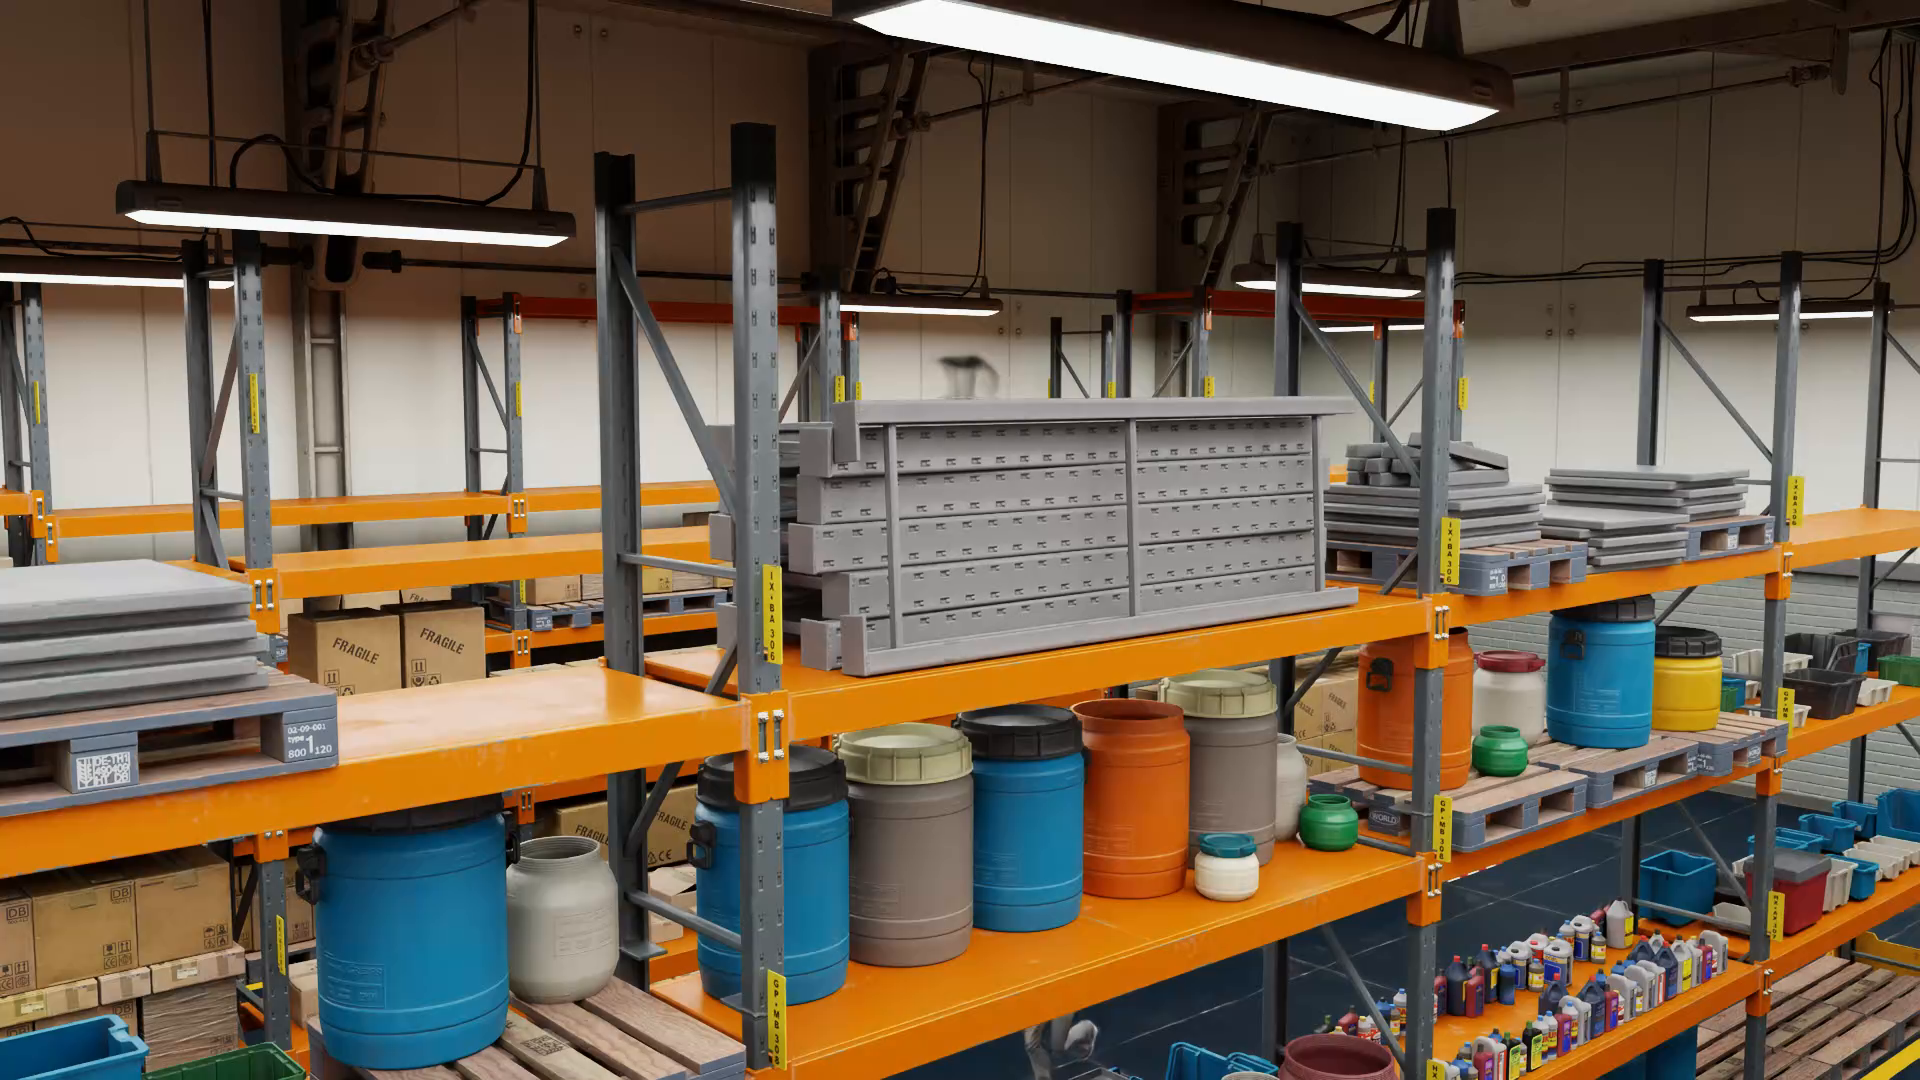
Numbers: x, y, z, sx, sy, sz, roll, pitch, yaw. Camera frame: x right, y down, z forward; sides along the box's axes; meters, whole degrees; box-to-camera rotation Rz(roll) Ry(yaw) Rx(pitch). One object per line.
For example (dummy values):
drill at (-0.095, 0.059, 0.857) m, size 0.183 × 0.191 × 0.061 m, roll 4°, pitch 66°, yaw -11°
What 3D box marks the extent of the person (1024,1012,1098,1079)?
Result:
person at (0.706, 3.284, 11.966) m, size 0.555 × 1.575 × 0.761 m, roll 5°, pitch 7°, yaw 43°
